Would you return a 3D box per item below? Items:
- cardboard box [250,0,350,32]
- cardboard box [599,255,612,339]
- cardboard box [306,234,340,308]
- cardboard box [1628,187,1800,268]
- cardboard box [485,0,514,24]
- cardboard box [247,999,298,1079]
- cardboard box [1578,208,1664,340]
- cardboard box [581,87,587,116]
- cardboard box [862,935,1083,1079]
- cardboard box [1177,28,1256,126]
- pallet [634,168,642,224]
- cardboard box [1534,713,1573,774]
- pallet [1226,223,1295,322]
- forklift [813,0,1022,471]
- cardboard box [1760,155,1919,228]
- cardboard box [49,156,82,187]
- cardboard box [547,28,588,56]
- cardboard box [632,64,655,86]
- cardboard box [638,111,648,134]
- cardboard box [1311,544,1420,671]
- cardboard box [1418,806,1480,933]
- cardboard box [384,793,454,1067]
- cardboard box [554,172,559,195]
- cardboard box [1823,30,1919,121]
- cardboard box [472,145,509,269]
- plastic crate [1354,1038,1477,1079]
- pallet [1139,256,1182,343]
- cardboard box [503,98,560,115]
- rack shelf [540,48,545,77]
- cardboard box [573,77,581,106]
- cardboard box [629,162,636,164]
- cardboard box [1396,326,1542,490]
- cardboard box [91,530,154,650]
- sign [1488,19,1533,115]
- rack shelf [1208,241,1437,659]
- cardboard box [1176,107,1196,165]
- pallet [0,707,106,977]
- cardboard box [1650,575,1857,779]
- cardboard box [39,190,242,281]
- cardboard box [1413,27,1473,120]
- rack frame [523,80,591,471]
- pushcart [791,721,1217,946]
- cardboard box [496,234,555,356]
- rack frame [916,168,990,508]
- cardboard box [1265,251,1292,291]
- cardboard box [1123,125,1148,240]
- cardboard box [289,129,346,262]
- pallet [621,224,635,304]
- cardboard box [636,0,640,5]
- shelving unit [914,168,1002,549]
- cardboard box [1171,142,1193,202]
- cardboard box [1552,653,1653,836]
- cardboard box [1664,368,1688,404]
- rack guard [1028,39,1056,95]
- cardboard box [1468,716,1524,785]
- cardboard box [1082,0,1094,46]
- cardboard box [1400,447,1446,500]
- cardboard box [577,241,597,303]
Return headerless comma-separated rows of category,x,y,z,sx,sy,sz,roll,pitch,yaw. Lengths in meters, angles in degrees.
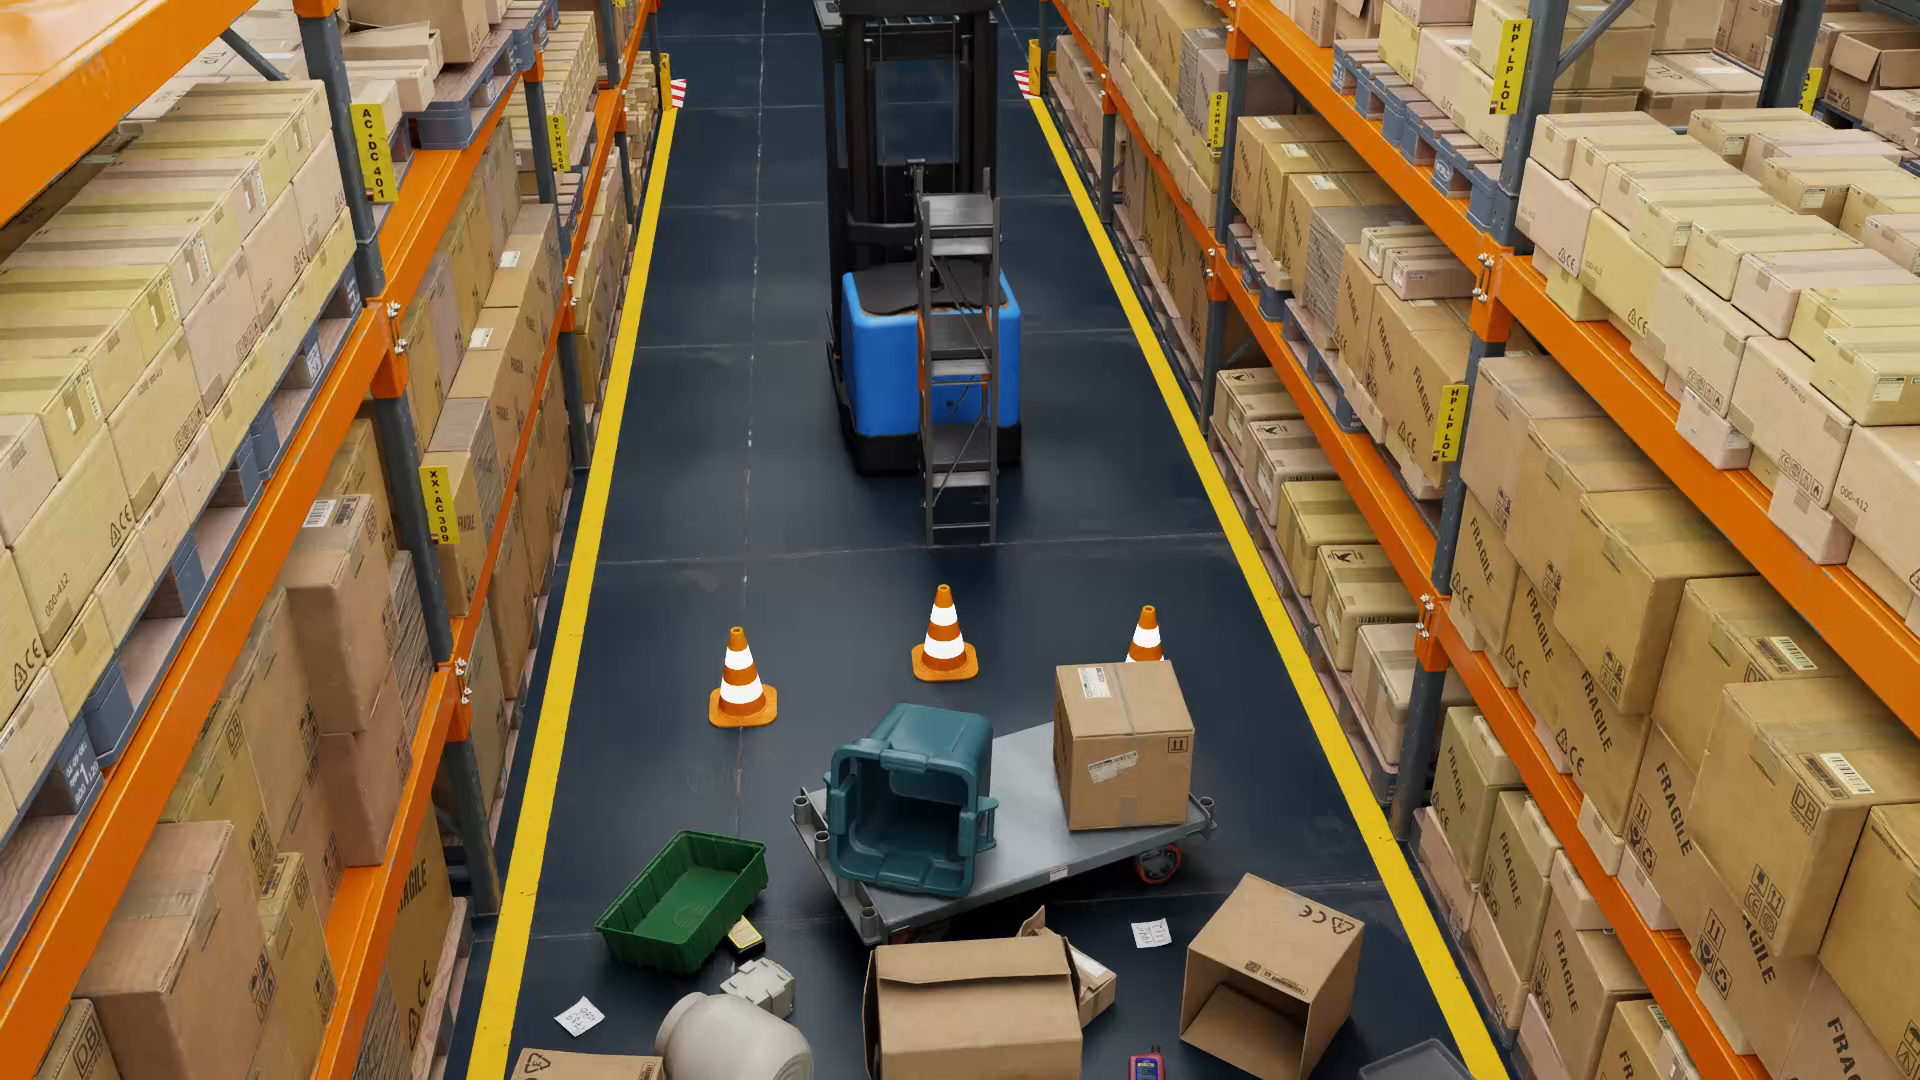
cardboard box,-2.896,-2.310,7.347,0.500,0.311,0.500,-3,31,-5
cardboard box,-2.755,-1.734,11.756,0.500,0.500,0.500,-4,31,-6
cardboard box,-2.090,-0.797,4.972,0.380,0.149,0.250,-2,31,-4
cardboard box,2.224,-0.926,4.917,0.380,0.149,0.250,-3,31,-5
cardboard box,-2.443,-2.689,7.981,0.500,0.311,0.500,-3,31,-5
cardboard box,-2.173,1.526,4.124,0.875,0.550,0.550,-3,31,-5
cardboard box,2.279,-0.832,5.149,0.500,0.250,0.500,-3,31,-5
cardboard box,-2.878,-3.127,11.895,0.380,0.149,0.250,-4,31,-7
cardboard box,0.046,1.821,6.078,0.797,0.637,0.503,-3,31,-5
cardboard box,1.714,-3.009,10.790,0.500,0.500,0.500,-2,31,-4
pallet,-3.312,-2.921,14.435,1.003,0.211,1.213,-3,31,-5
cardboard box,2.282,0.691,5.913,0.380,0.149,0.250,-2,31,-3
pallet,2.252,-1.583,9.662,1.213,0.211,1.003,-3,31,-5
forklift,-0.347,-2.425,10.951,1.130,2.935,3.031,-4,31,-7
cardboard box,2.736,-1.086,5.186,0.380,0.149,0.250,-2,31,-3
cardboard box,-2.746,-1.106,4.712,0.380,0.149,0.250,-3,31,-5
cardboard box,-2.934,-3.641,12.175,0.380,0.149,0.250,-4,31,-6
cardboard box,-3.169,-4.516,16.176,0.380,0.149,0.250,-3,31,-6
cardboard box,-3.083,-3.848,15.347,0.380,0.149,0.250,-2,31,-4
cardboard box,2.331,0.332,8.423,0.950,0.372,0.625,-1,31,-1
cardboard box,2.239,1.333,6.866,0.500,0.250,0.500,-4,31,-7
cardboard box,-2.477,1.363,6.205,0.875,0.875,0.875,-2,31,-4
cardboard box,-2.706,-2.183,10.315,0.380,0.149,0.250,-1,31,-2
cardboard box,6.684,-3.313,11.861,0.797,0.503,0.637,-3,31,-6
cardboard box,-2.759,-1.720,8.631,0.700,0.500,0.500,-3,31,-5
plastic crate,1.783,2.113,6.135,0.402,0.080,0.583,-14,33,-22
pallet,1.970,-1.854,12.649,1.003,0.211,1.213,-3,31,-5
cardboard box,-2.761,-2.706,10.611,0.380,0.149,0.250,-4,31,-7
rack shelf,-3.027,-3.735,10.855,1.077,0.370,4.000,-3,31,-5
cardboard box,-2.853,-3.111,11.579,0.380,0.149,0.250,-3,31,-4
cardboard box,-3.028,-3.195,14.545,0.380,0.149,0.250,-3,31,-5
cardboard box,2.181,-0.558,6.961,0.500,0.500,0.500,-3,31,-6
cardboard box,-1.923,0.111,3.451,0.380,0.149,0.250,-3,31,-5
sign,1.901,-1.632,5.744,0.100,0.325,0.005,-3,31,-5
rack shelf,2.266,-0.694,8.688,1.077,0.370,4.000,-3,31,-5
cardboard box,1.729,-2.671,10.955,0.500,0.250,0.500,-4,31,-6
pallet,-2.172,0.721,2.779,1.003,0.211,1.213,-3,31,-5
cardboard box,2.463,0.435,4.735,0.700,0.500,0.500,-3,31,-5
cardboard box,-2.019,-0.750,4.115,0.380,0.149,0.250,-3,31,-4
cardboard box,2.212,-1.935,6.876,0.500,0.250,0.500,-2,31,-4
rack frame,-2.840,-1.735,9.730,1.000,3.000,0.127,-3,31,-5
pushcart,0.187,1.279,7.241,1.648,0.377,0.936,-14,33,-22
cardboard box,-2.485,-1.306,8.914,0.500,0.500,0.500,-3,31,-5
rack frame,-0.038,-1.111,9.562,0.400,2.100,0.015,-3,31,-5
cardboard box,1.902,-1.492,9.159,0.380,0.149,0.250,-3,31,-4
cardboard box,1.843,-3.022,13.546,0.875,0.875,0.875,-2,31,-3
cardboard box,-2.165,-1.028,4.970,0.500,0.250,0.500,-3,31,-5
pallet,-3.139,-2.183,13.199,1.003,0.211,1.213,-3,31,-5
cardboard box,-3.153,-4.996,14.802,0.500,0.500,0.500,-1,31,-2
shelving unit,-0.015,-0.986,9.353,0.431,2.100,0.503,-3,31,-5
cardboard box,1.710,-2.465,11.099,0.500,0.250,0.500,-2,31,-4
cardboard box,2.320,0.598,5.437,0.500,0.500,0.500,-3,31,-5
cardboard box,2.337,-0.467,4.926,0.380,0.149,0.250,-4,31,-6
rack guard,1.329,-5.048,17.713,1.175,0.500,0.348,-3,31,-5
cardboard box,2.191,0.799,6.395,0.380,0.149,0.250,-2,31,-4
cardboard box,1.354,-4.596,14.422,0.500,0.500,0.500,-3,31,-6
cardboard box,2.130,-0.304,7.169,0.380,0.149,0.250,-2,31,-4
cardboard box,-2.711,-1.787,11.113,0.500,0.250,0.500,-3,31,-5
